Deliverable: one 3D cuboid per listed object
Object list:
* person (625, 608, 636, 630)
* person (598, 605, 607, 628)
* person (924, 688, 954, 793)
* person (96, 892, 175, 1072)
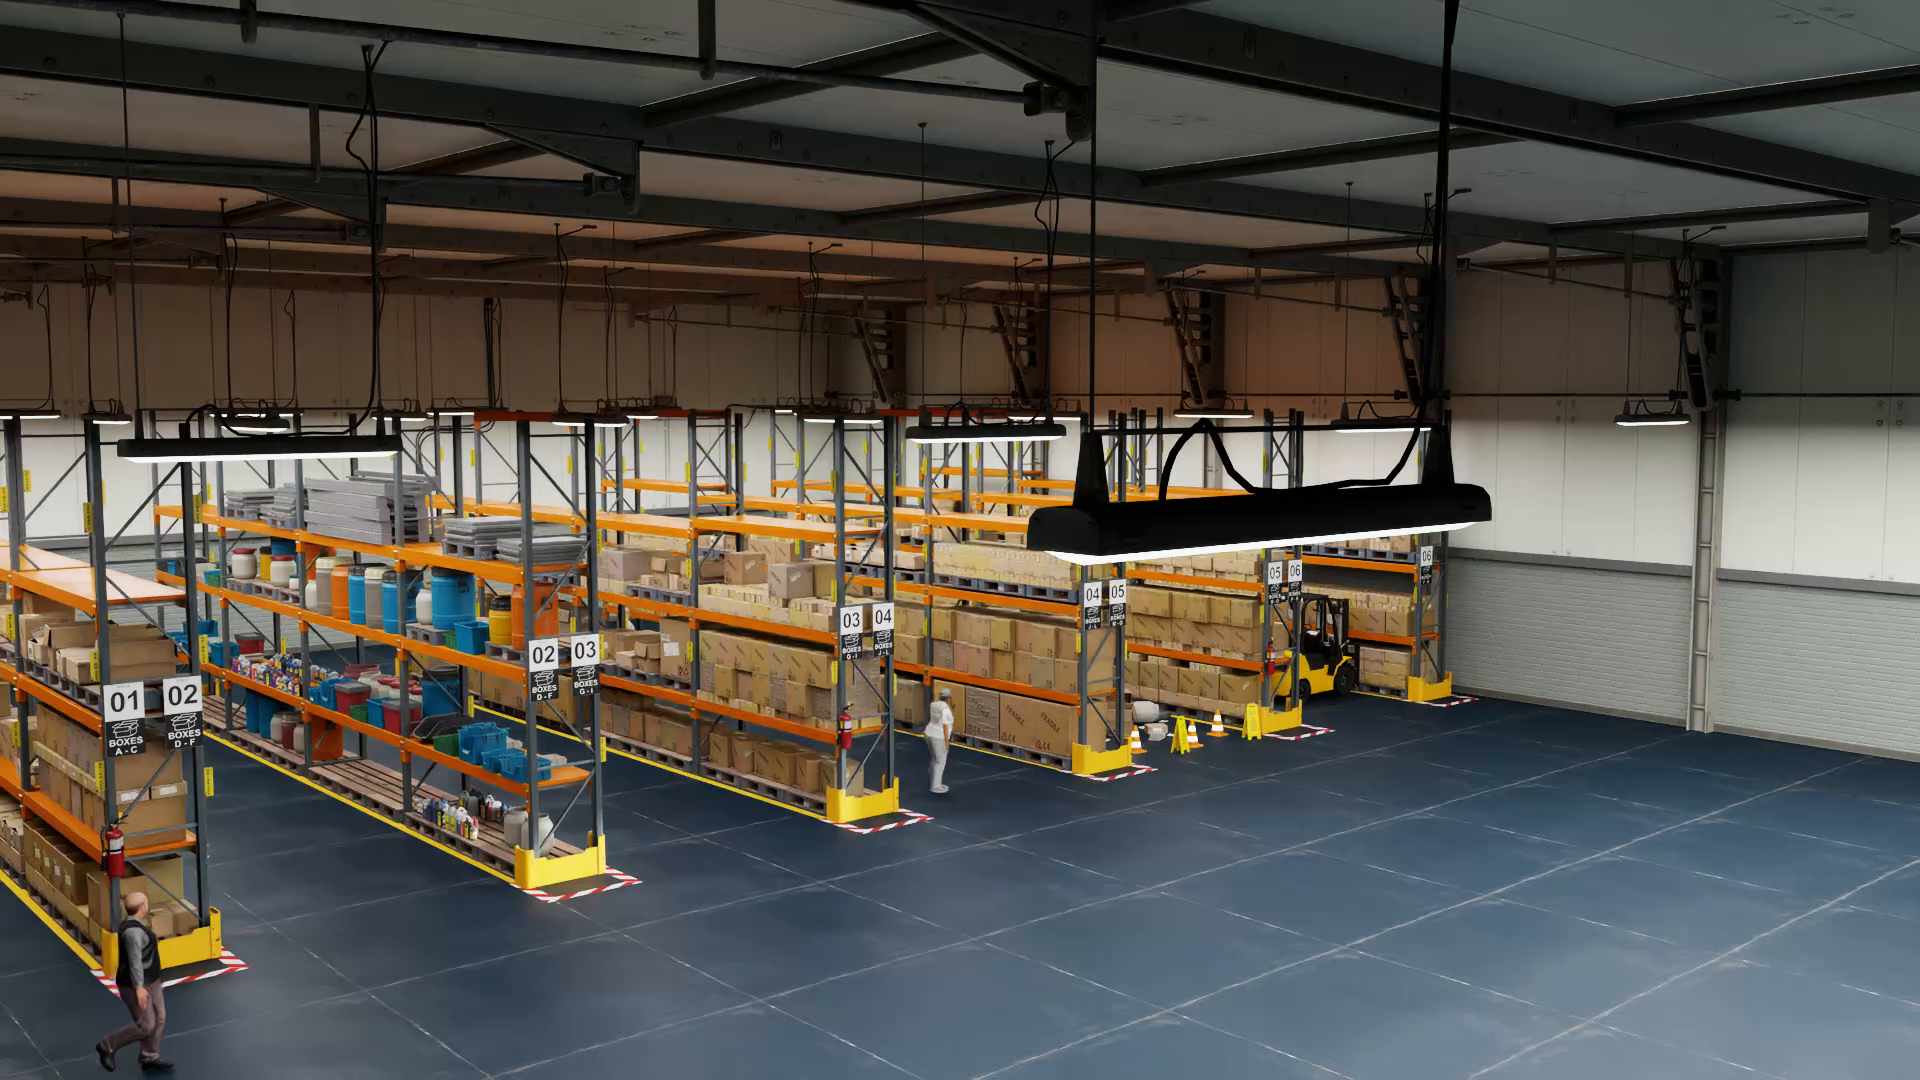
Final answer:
[{"bbox_3d":[-7.090,2.350,35.537,0.427,1.827,0.599,-4,6,-39],"label":"person"},{"bbox_3d":[-7.999,2.253,36.912,0.582,1.633,0.967,-4,6,-38],"label":"person"},{"bbox_3d":[-0.304,3.185,26.518,0.477,1.670,0.510,-3,6,-28],"label":"person"},{"bbox_3d":[-7.676,4.113,15.434,0.622,1.704,0.536,0,5,-4],"label":"person"}]
